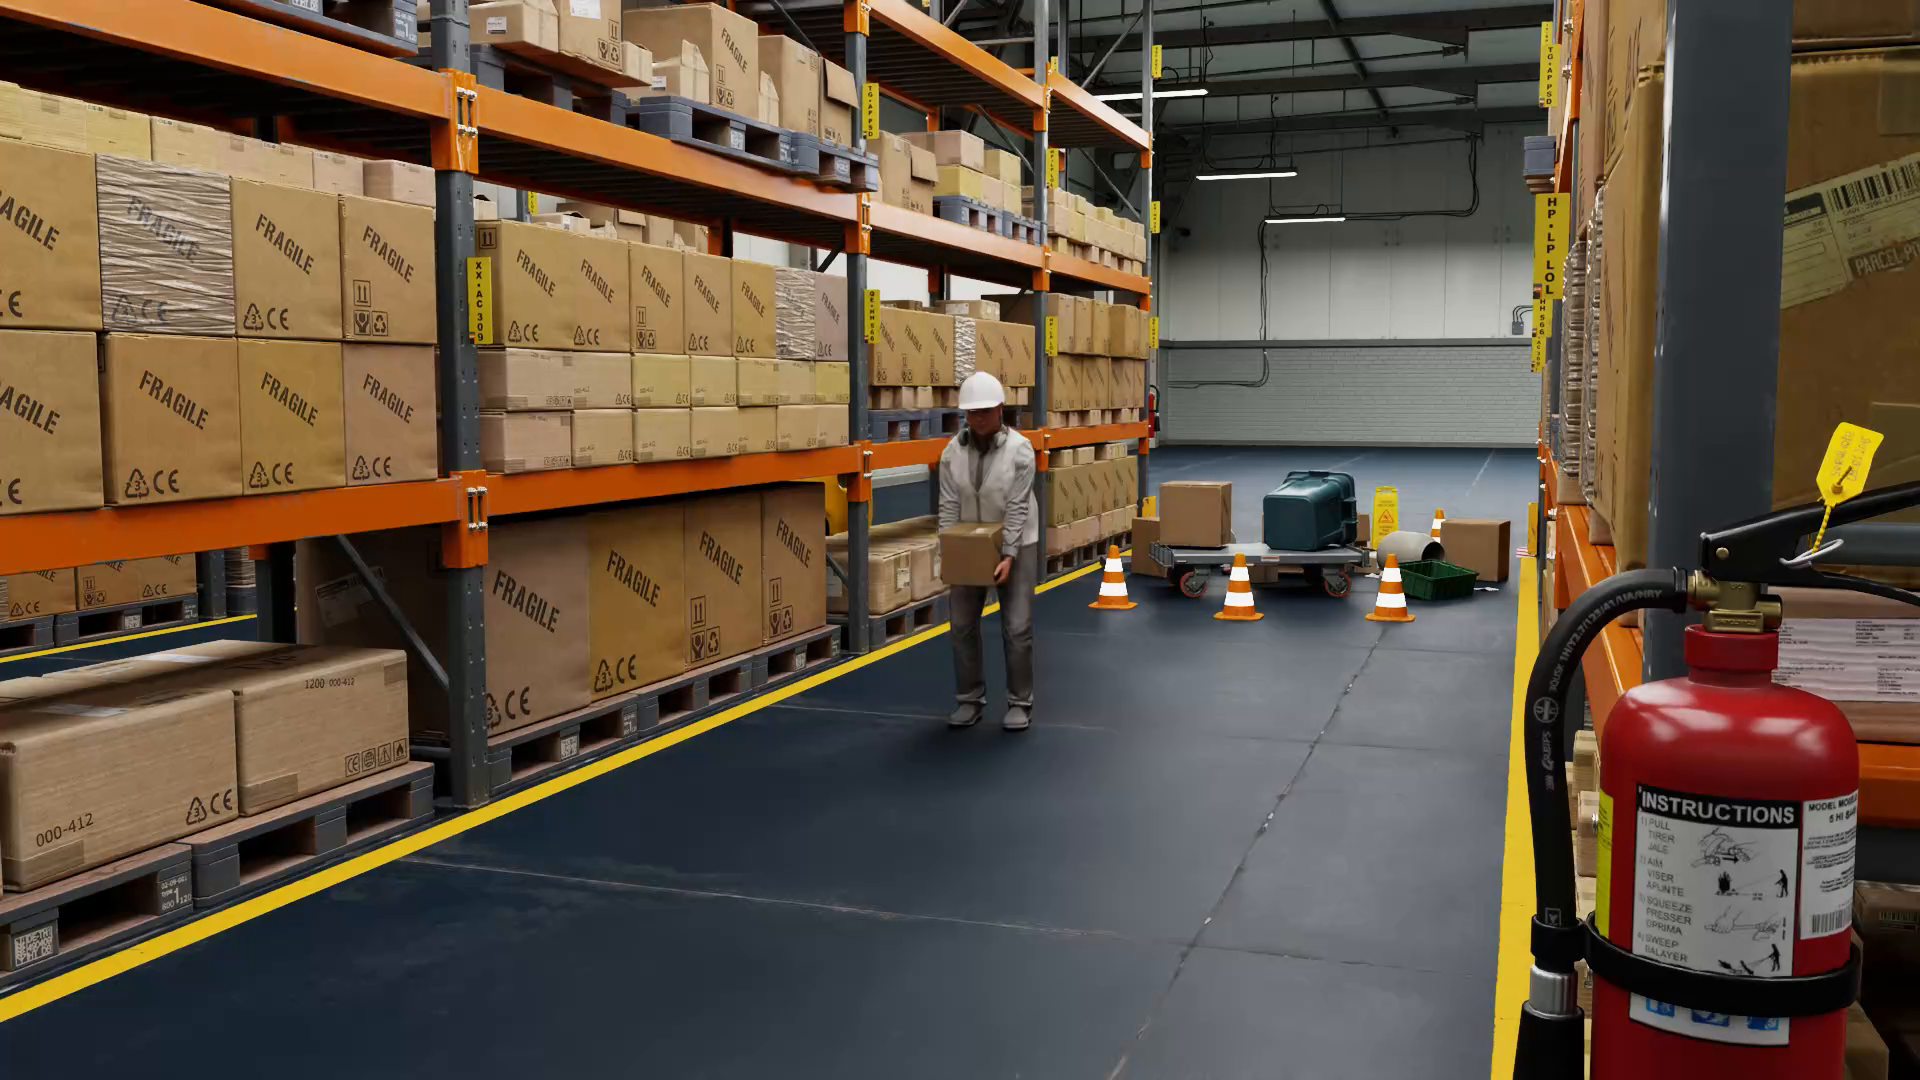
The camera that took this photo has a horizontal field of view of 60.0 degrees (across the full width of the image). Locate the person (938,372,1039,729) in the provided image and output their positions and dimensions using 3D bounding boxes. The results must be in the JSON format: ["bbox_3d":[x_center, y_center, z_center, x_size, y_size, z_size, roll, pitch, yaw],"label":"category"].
[{"bbox_3d":[0.143,0.057,8.023,0.475,1.722,0.615,2,5,18],"label":"person"}]
